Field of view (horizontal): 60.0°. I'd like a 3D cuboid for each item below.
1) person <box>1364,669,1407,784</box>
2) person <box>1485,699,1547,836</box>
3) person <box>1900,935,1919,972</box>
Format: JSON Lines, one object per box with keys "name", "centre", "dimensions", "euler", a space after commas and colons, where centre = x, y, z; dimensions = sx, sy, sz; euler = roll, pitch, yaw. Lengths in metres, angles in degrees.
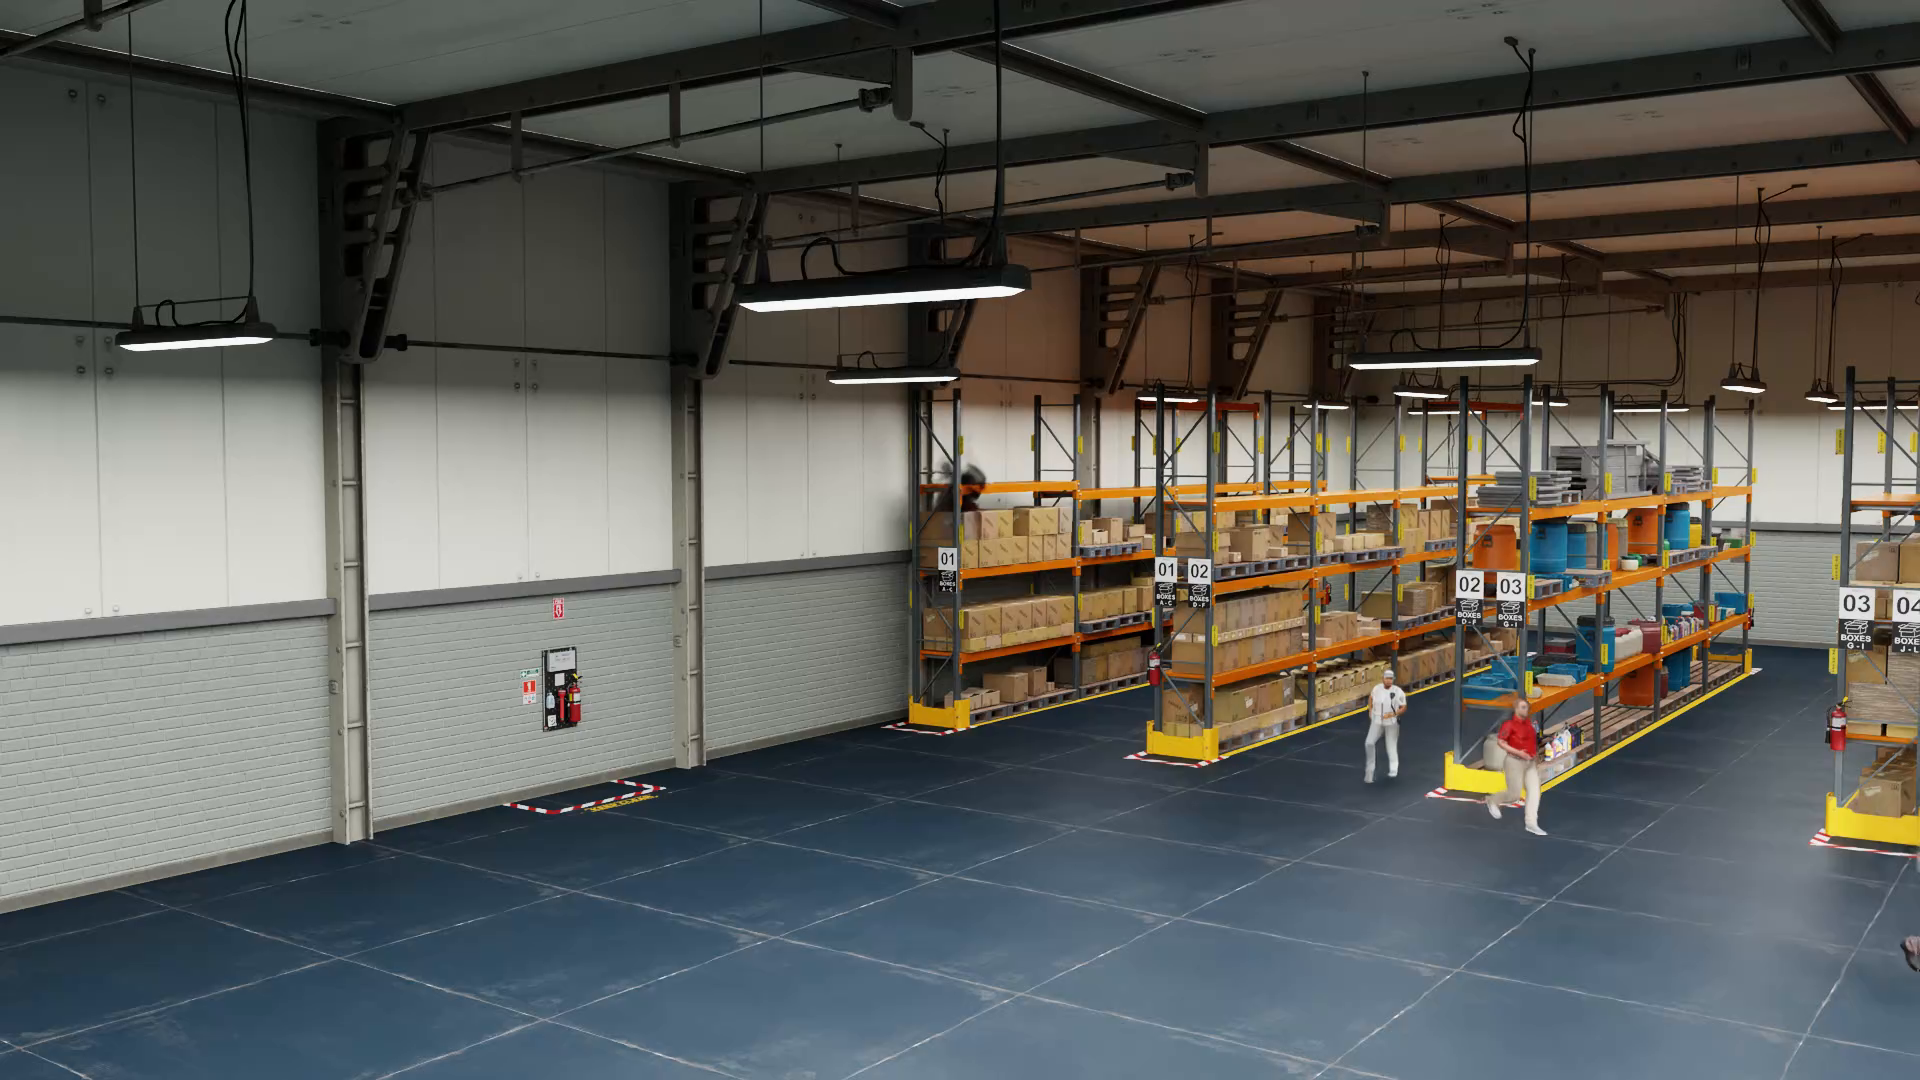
{"name": "person", "centre": [6.355, 2.777, 24.801], "dimensions": [0.609, 1.697, 0.725], "euler": [2, 4, 29]}
{"name": "person", "centre": [7.247, 2.922, 21.595], "dimensions": [0.665, 1.722, 0.921], "euler": [-2, 4, -29]}
{"name": "person", "centre": [9.054, 3.307, 15.147], "dimensions": [0.676, 1.686, 0.808], "euler": [-2, 4, -31]}
